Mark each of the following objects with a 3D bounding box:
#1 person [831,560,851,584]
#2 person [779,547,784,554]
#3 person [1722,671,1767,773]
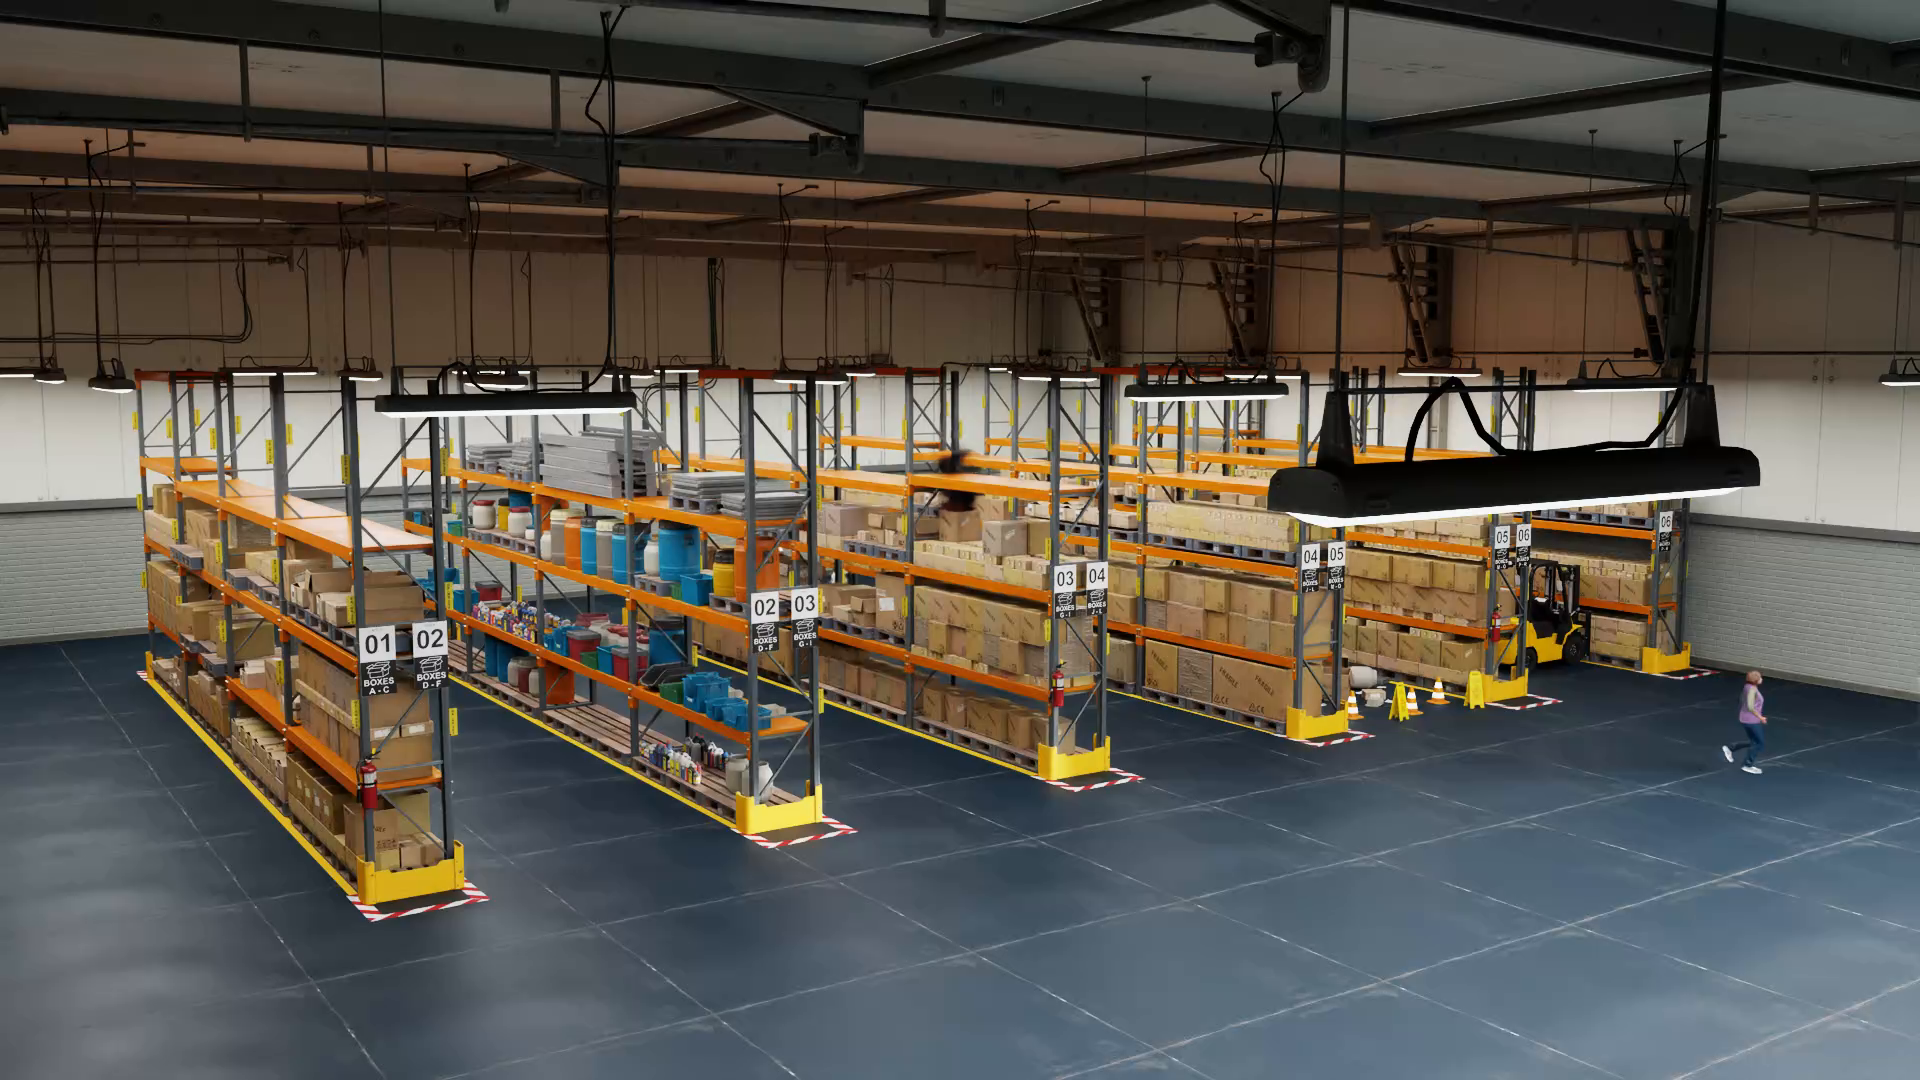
[{"bbox_3d":[-2.685,1.288,37.339,0.586,1.740,0.891,-4,7,-30],"label":"person"},{"bbox_3d":[-4.556,0.996,39.994,0.852,1.658,0.556,-1,7,-12],"label":"person"},{"bbox_3d":[11.861,2.735,25.126,0.566,1.559,0.570,2,7,15],"label":"person"}]
